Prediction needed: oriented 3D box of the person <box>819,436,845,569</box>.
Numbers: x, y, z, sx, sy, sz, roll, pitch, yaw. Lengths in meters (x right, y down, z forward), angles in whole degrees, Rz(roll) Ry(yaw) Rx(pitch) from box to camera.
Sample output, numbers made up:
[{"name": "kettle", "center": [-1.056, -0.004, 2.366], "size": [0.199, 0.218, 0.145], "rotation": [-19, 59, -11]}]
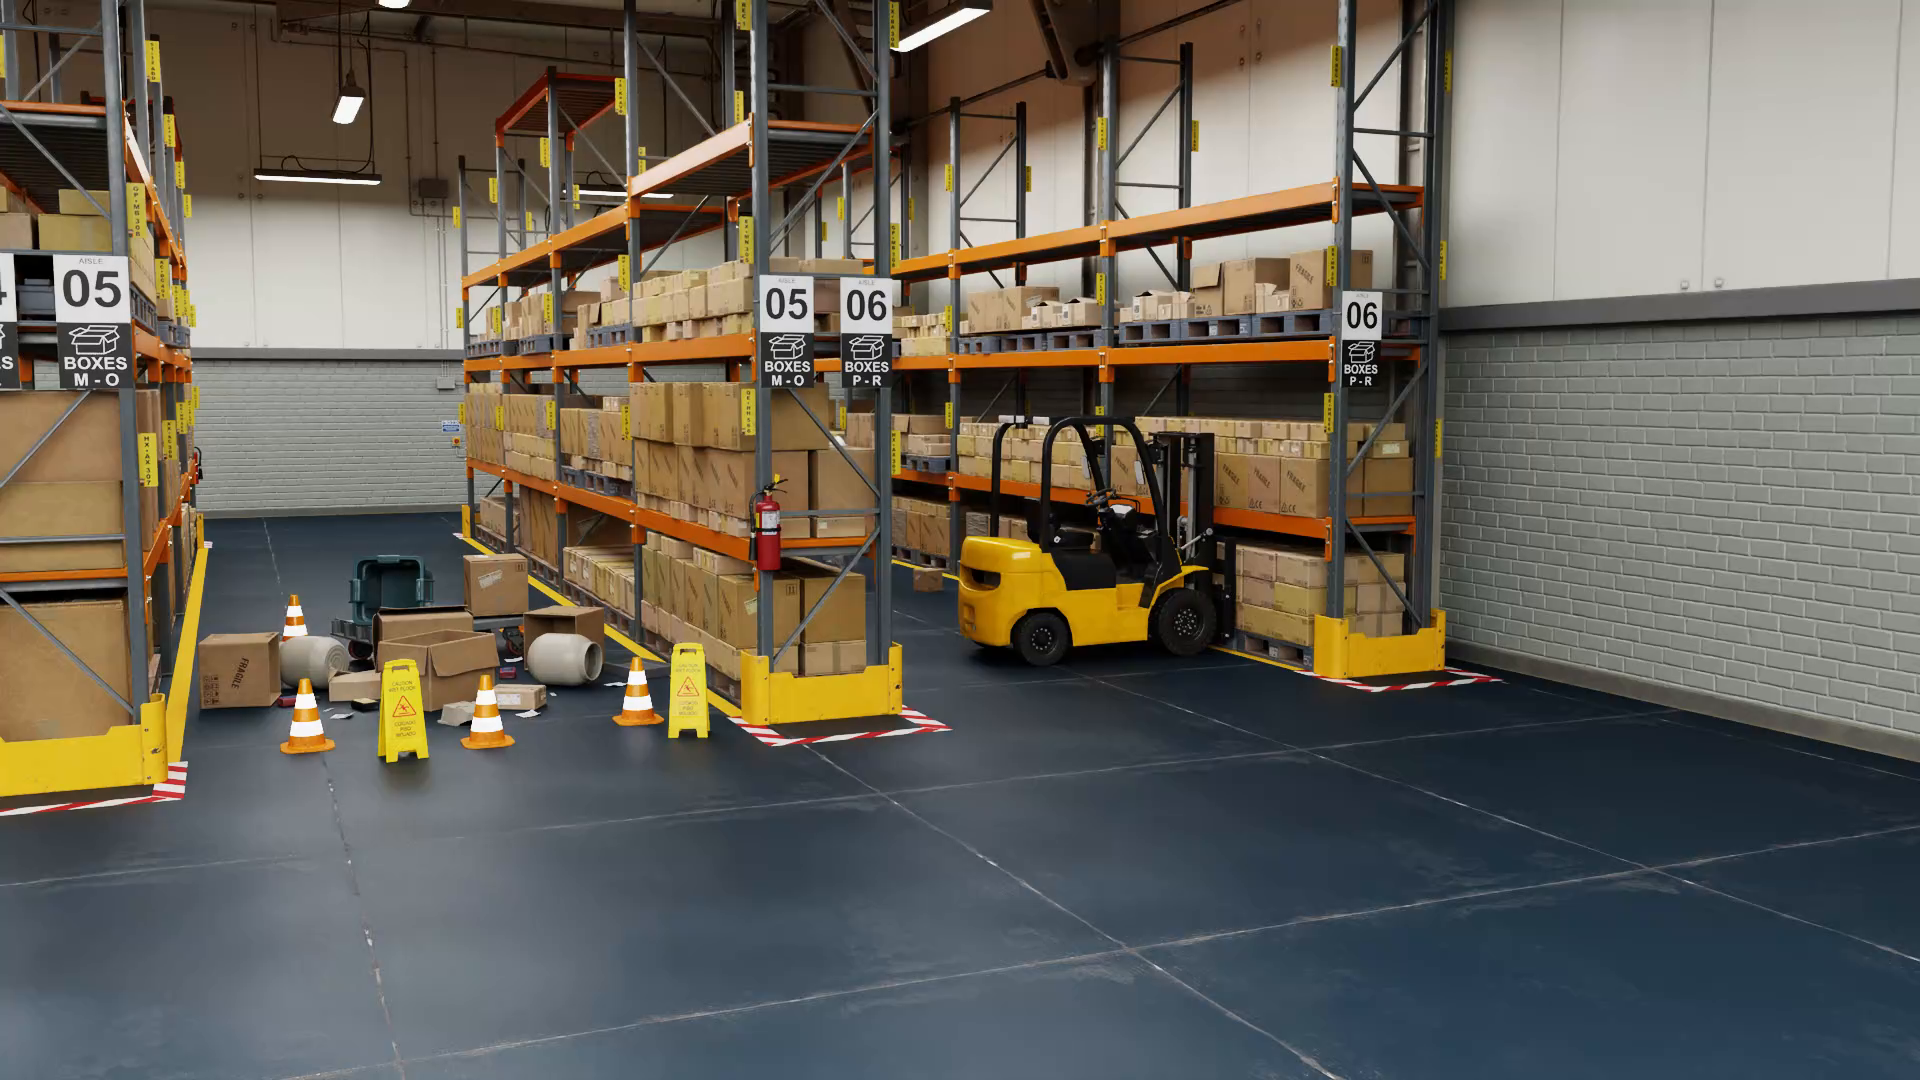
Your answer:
[{"name": "person", "center": [-1.621, -0.423, 20.979], "size": [0.546, 1.789, 0.459], "rotation": [-3, 6, -32]}]
